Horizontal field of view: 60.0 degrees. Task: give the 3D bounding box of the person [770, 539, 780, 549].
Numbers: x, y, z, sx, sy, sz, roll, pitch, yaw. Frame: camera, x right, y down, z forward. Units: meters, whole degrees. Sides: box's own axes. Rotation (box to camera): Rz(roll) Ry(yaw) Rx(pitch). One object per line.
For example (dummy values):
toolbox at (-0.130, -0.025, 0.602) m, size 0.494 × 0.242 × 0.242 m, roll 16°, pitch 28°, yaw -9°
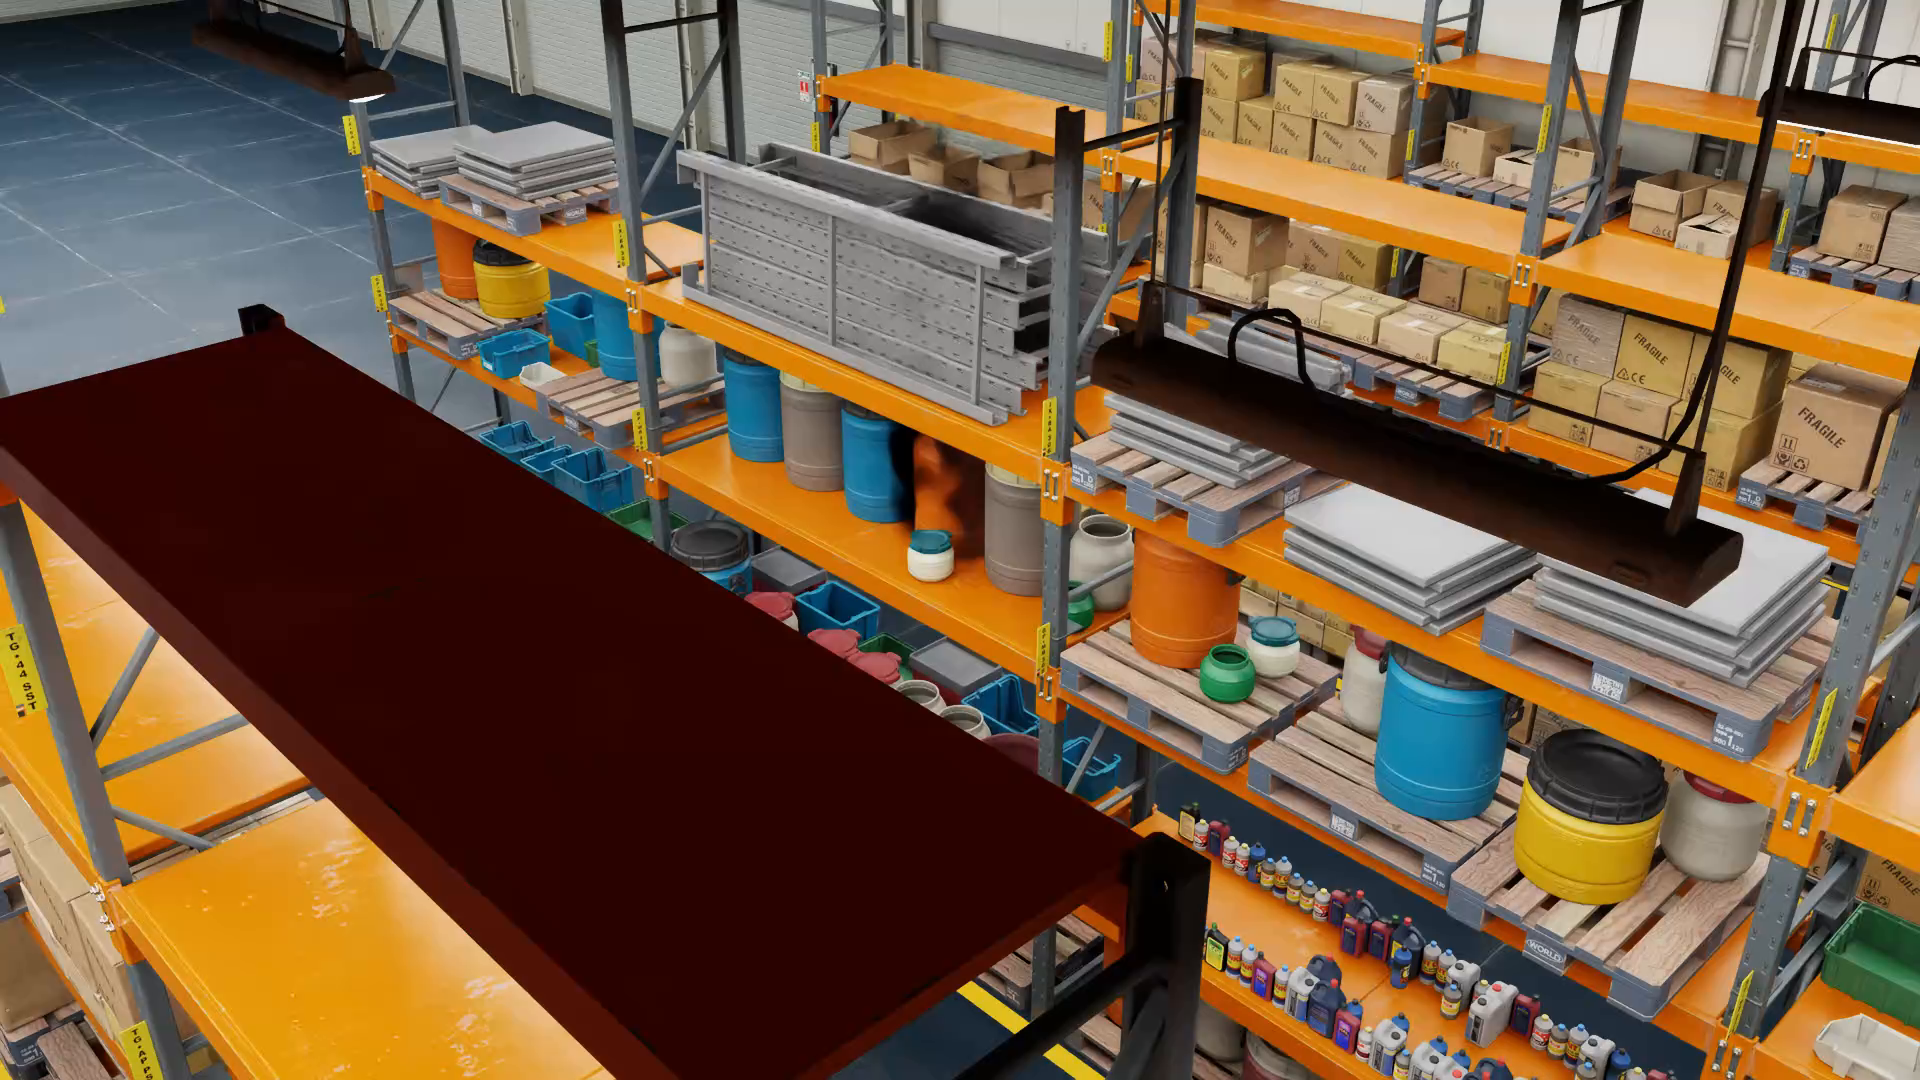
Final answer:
person at (-1.592, -0.116, 15.191) m, size 0.923 × 1.755 × 0.673 m, roll 25°, pitch 37°, yaw 39°
